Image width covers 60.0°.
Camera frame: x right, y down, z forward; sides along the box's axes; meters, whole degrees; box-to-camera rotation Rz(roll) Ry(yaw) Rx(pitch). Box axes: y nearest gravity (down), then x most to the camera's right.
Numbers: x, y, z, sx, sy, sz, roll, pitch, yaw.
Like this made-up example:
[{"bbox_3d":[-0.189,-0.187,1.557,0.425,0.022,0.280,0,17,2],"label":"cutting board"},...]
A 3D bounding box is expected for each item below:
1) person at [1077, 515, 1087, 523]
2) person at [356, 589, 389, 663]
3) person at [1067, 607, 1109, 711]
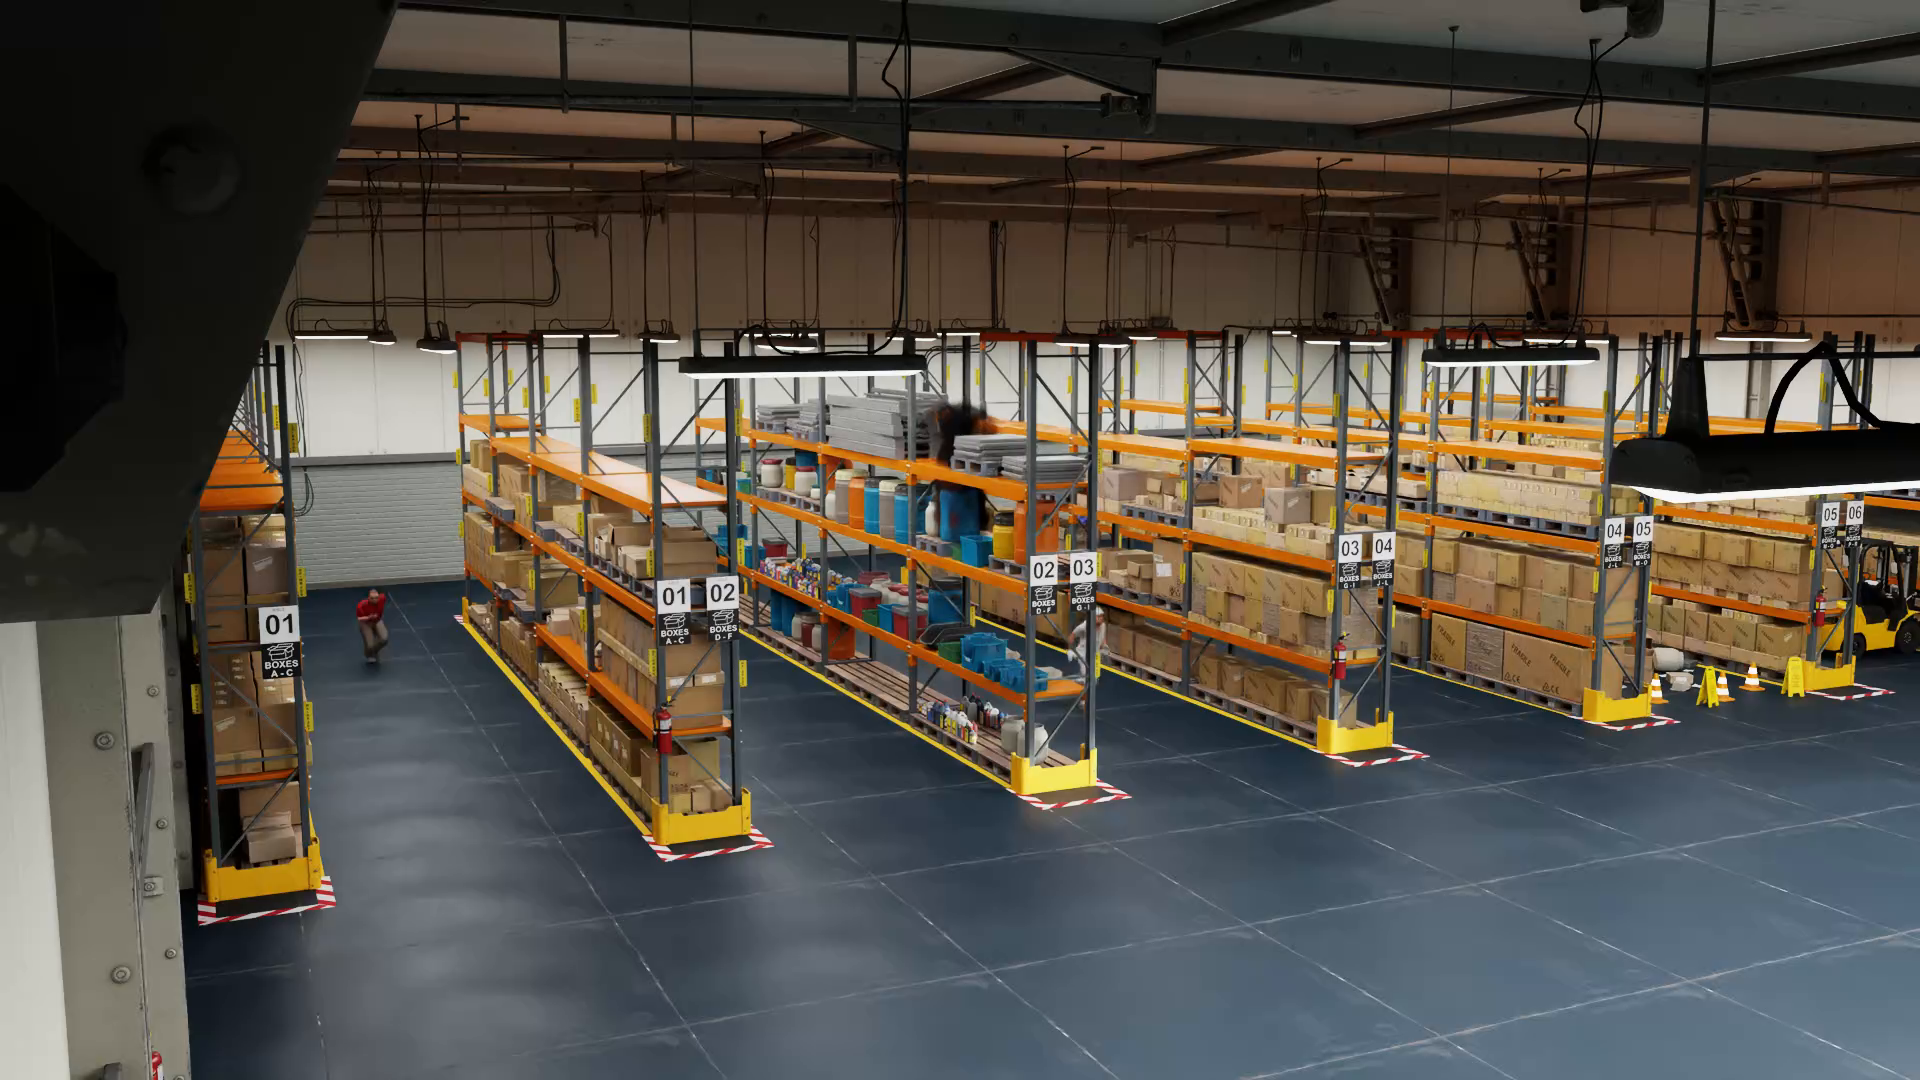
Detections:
[{"bbox_3d":[3.031,-0.040,41.394,0.589,1.684,0.827,6,10,38],"label":"person"},{"bbox_3d":[-10.630,1.565,30.116,0.684,1.454,1.018,-7,10,-40],"label":"person"},{"bbox_3d":[2.075,1.902,26.760,0.646,1.715,0.701,-7,11,-44],"label":"person"}]
